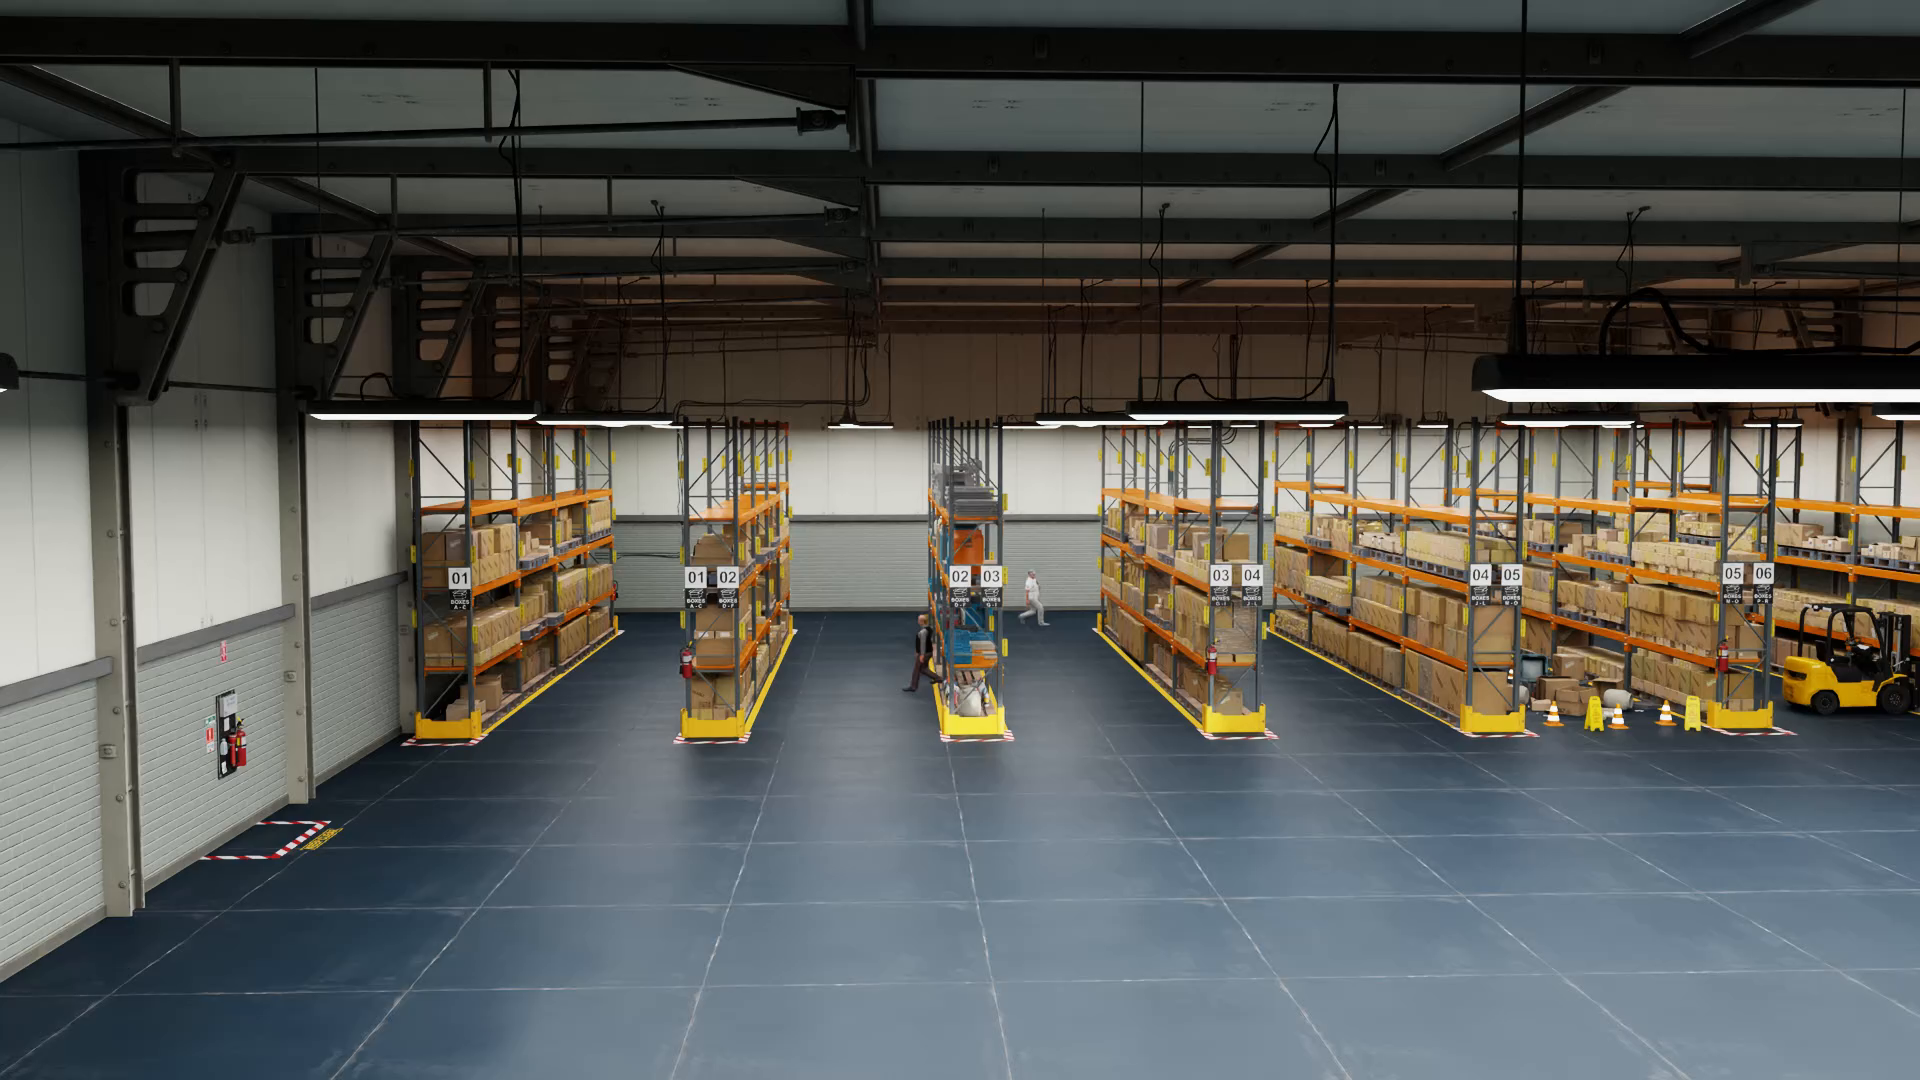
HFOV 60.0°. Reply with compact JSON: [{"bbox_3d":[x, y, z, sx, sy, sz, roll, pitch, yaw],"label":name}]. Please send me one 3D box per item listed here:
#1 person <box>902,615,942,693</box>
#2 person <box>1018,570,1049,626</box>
[{"bbox_3d":[-0.817,2.495,36.483,0.843,1.697,0.561,1,4,19],"label":"person"},{"bbox_3d":[2.173,1.694,49.084,0.947,1.655,0.523,1,4,15],"label":"person"}]
